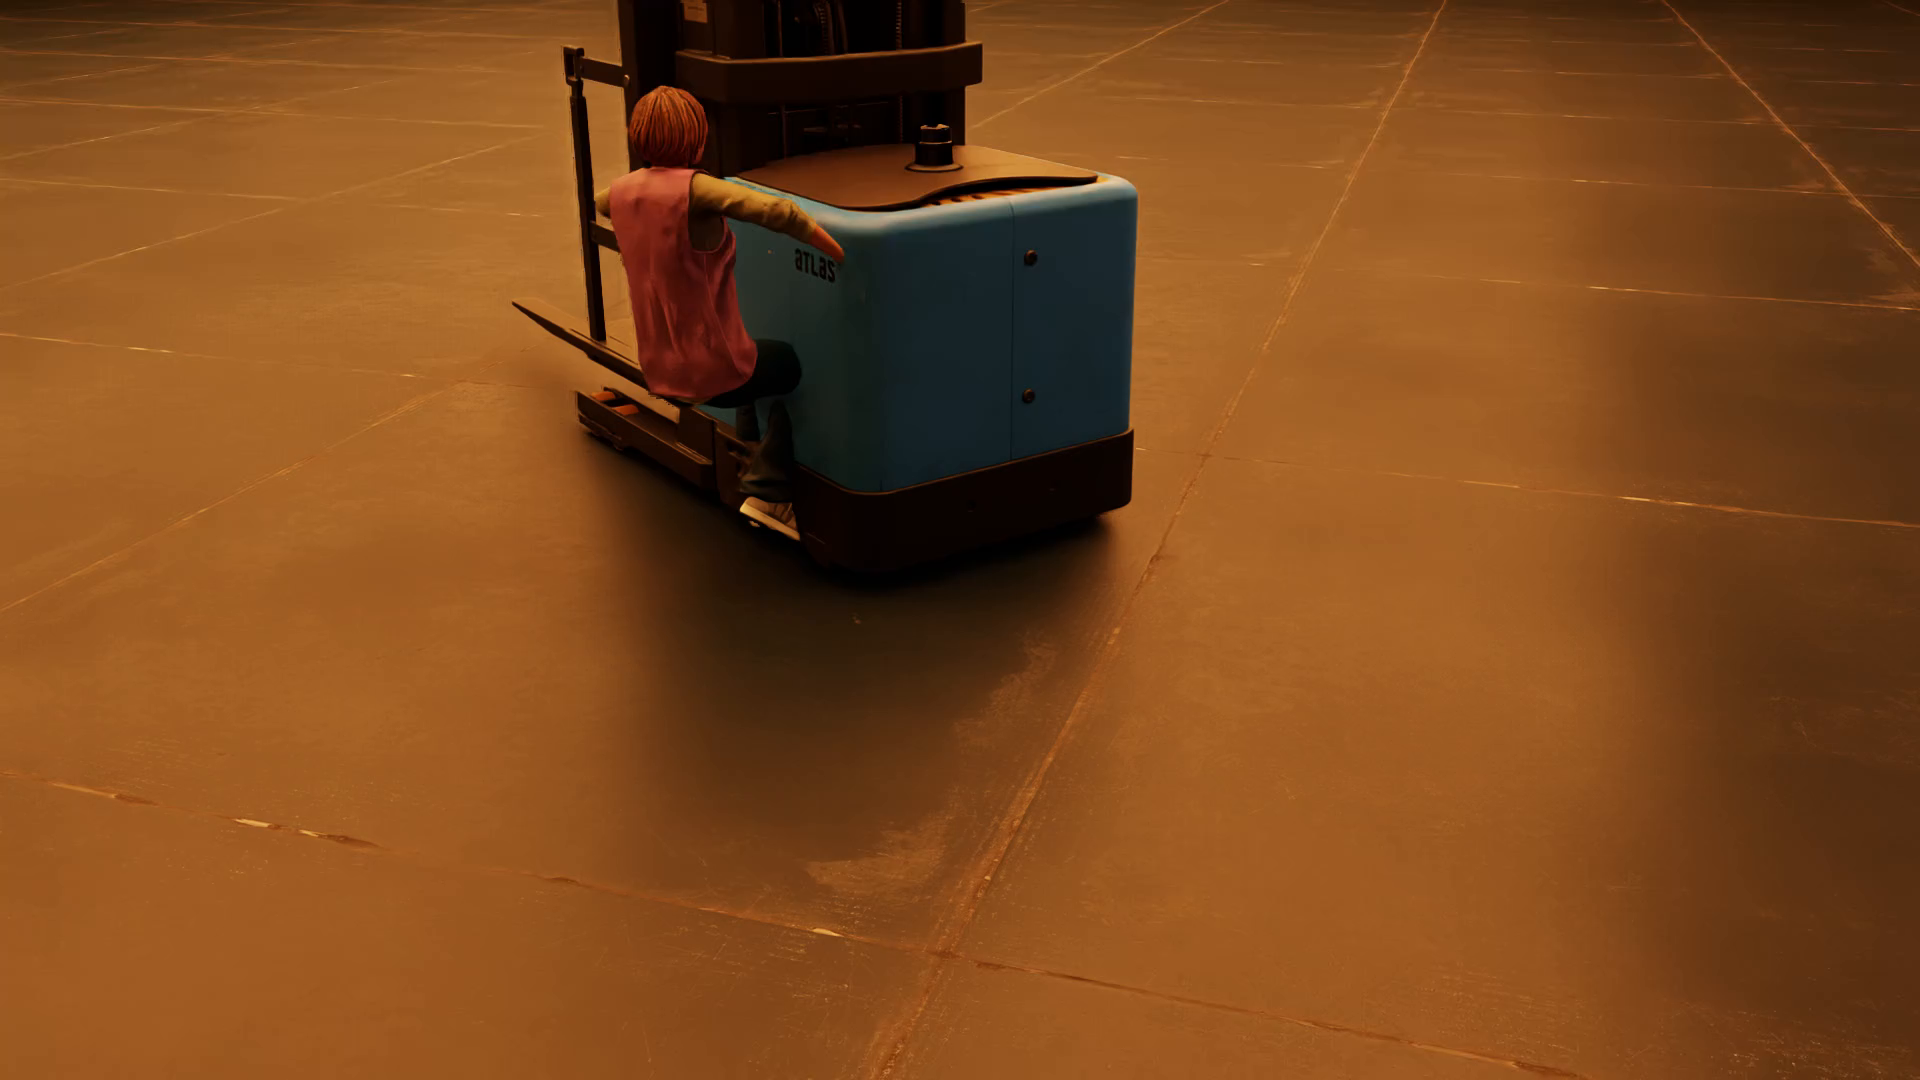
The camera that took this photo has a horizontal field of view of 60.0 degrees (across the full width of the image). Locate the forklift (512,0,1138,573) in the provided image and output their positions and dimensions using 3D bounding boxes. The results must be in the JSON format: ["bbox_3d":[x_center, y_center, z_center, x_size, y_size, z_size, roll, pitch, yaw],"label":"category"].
[{"bbox_3d":[-0.727,-1.763,5.551,1.130,2.935,3.031,-15,27,-33],"label":"forklift"}]

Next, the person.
[{"bbox_3d":[-0.601,-0.618,4.786,0.946,1.378,0.743,15,27,31],"label":"person"}]
